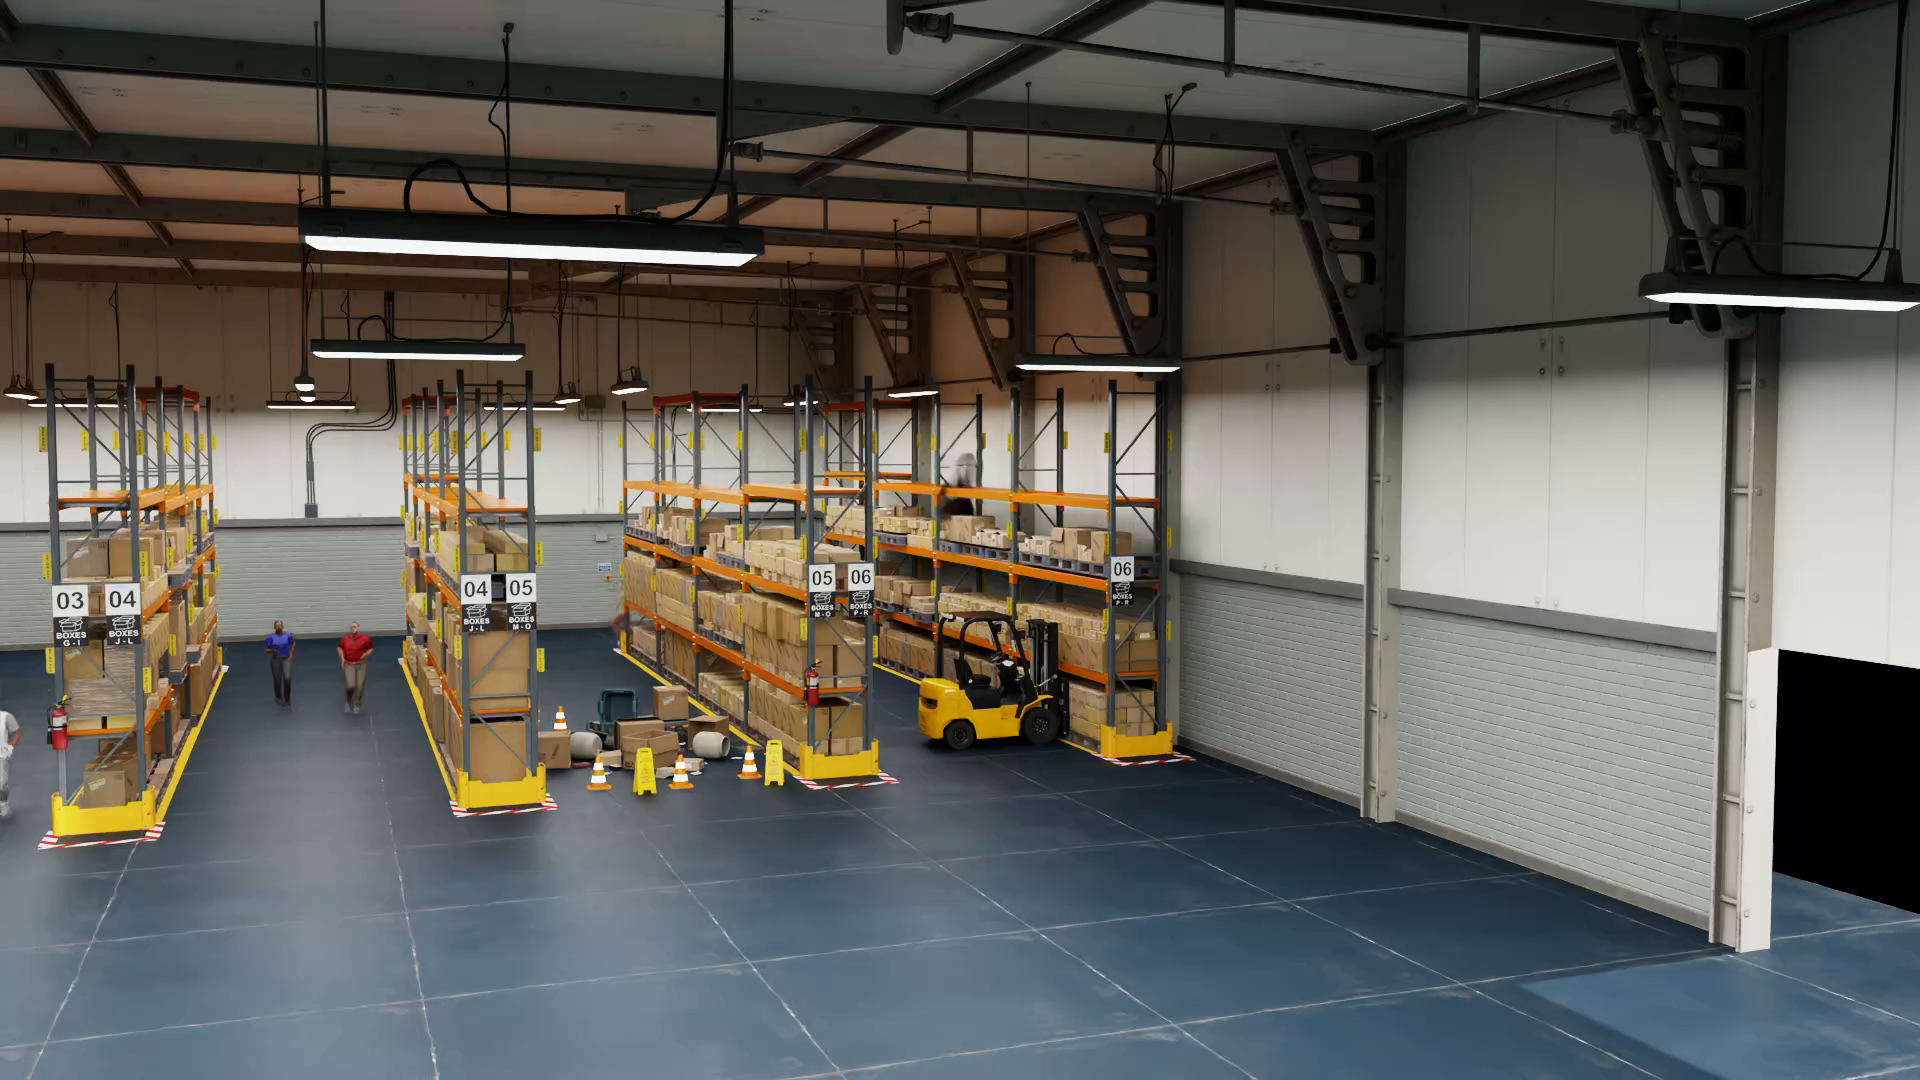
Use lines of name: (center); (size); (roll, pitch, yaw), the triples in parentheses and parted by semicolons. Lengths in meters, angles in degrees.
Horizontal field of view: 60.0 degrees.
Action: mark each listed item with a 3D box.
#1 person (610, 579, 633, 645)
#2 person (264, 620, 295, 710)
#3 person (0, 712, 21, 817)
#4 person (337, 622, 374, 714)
person: (-8.285, 1.793, 40.978); (0.660, 1.660, 0.635); (0, 3, -1)
person: (-12.811, 2.356, 31.354); (0.554, 1.712, 0.746); (-2, 4, -25)
person: (-12.680, 2.850, 21.747); (0.676, 1.716, 0.611); (-1, 4, -23)
person: (-11.129, 2.365, 30.626); (0.629, 1.711, 0.647); (-1, 4, -19)
